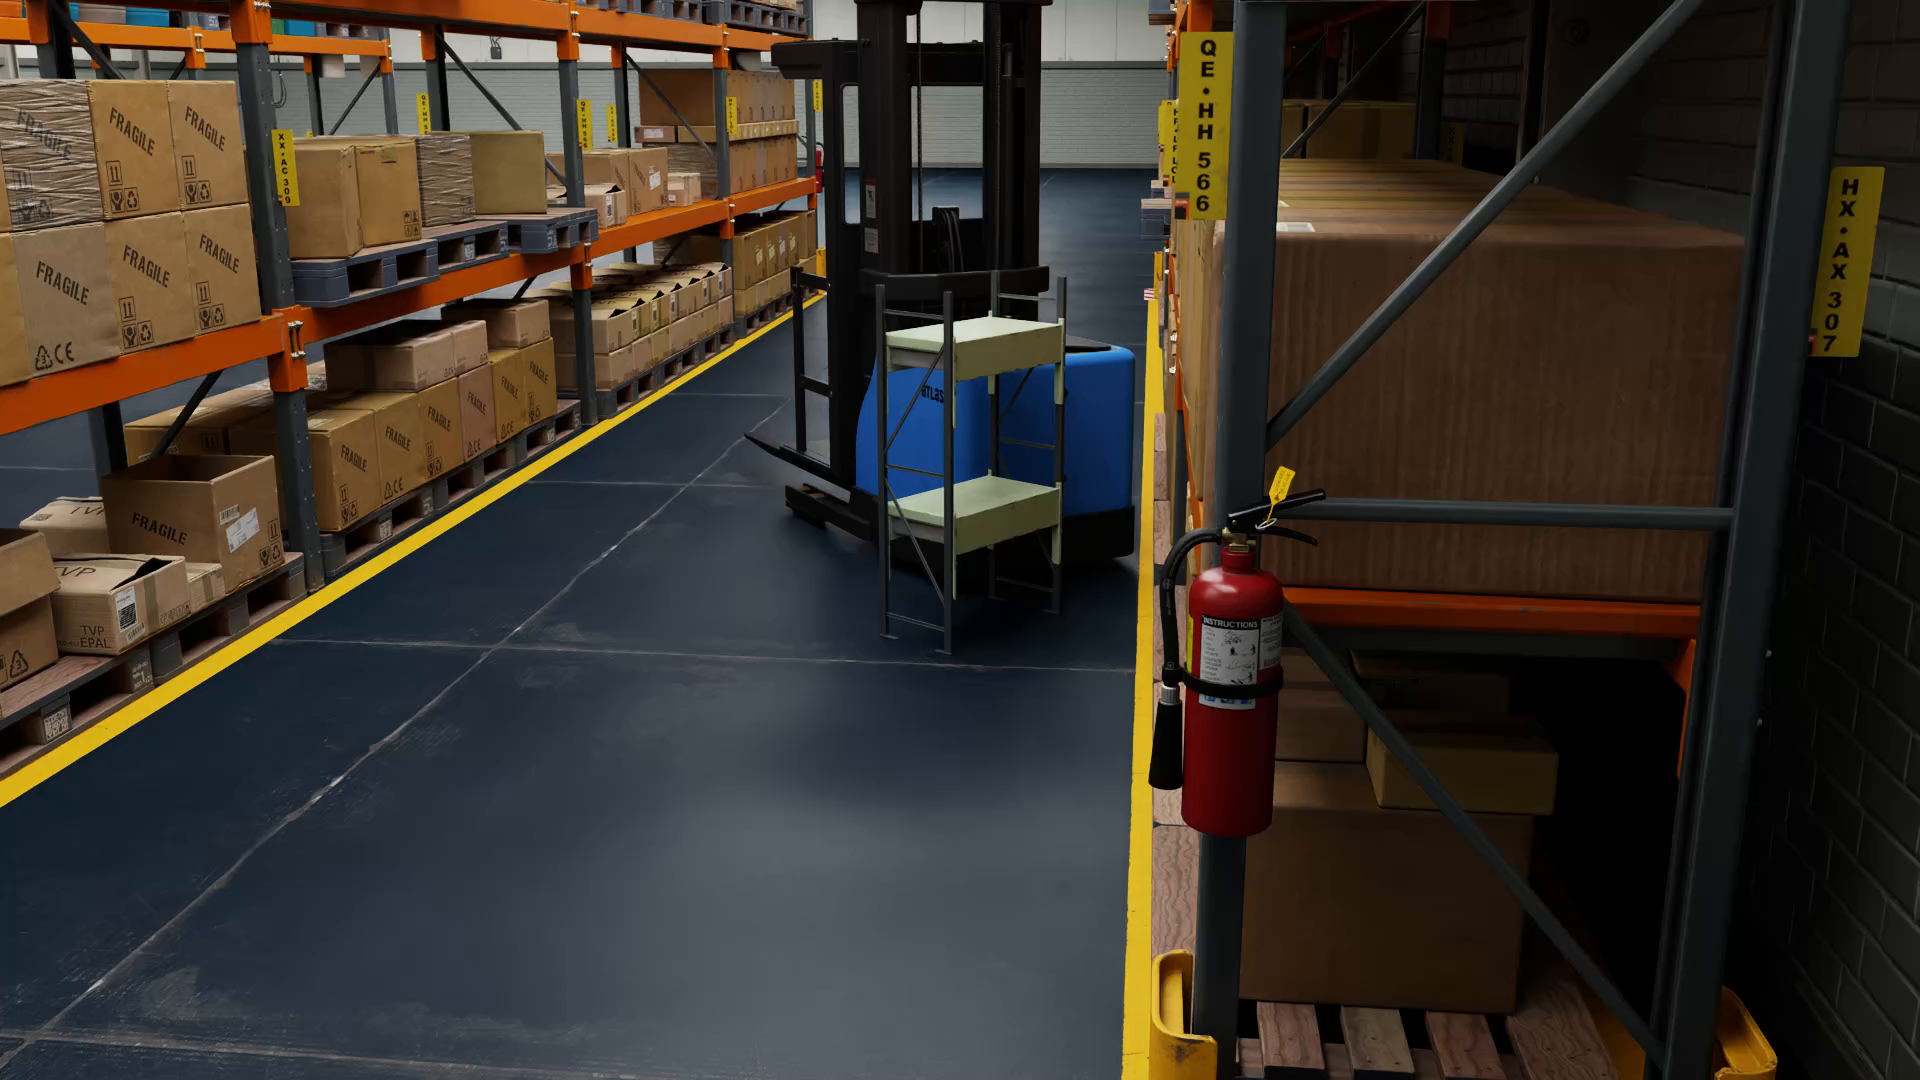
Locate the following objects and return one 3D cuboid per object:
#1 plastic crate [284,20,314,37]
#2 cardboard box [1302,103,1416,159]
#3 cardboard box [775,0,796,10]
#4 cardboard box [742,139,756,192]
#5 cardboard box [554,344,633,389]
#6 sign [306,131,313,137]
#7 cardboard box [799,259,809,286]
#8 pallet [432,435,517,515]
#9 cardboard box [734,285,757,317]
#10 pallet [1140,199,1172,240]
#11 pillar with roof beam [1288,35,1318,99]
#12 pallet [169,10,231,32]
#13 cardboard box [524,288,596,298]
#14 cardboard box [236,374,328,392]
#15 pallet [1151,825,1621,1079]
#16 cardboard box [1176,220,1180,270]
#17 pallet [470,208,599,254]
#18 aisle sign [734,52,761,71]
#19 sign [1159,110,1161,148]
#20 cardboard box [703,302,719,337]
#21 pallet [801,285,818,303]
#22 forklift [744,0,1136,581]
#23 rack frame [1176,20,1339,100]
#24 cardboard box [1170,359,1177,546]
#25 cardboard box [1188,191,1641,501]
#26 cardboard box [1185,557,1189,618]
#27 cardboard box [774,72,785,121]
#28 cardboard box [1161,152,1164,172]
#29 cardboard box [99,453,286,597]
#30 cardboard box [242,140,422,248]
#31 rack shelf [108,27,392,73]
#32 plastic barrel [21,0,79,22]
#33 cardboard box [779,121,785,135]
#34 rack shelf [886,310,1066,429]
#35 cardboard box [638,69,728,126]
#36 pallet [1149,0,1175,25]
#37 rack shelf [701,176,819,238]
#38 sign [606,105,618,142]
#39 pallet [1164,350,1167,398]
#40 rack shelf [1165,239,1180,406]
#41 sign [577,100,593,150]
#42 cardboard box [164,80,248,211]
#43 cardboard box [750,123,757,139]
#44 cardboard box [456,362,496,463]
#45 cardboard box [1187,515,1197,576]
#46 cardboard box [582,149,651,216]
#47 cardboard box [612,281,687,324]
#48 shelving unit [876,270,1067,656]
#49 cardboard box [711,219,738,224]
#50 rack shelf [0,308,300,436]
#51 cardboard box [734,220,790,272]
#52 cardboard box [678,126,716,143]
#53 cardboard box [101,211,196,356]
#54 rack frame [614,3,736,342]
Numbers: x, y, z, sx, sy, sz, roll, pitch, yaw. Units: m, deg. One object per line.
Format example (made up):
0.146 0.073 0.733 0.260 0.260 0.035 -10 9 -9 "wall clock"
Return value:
-6.979 -5.420 17.245 0.392 0.384 0.575 2 15 6 "plastic crate"
1.737 -1.755 7.168 0.500 0.250 0.500 2 15 8 "cardboard box"
-2.010 -5.676 17.375 0.500 0.250 0.500 2 15 6 "cardboard box"
-2.436 -3.730 16.518 0.700 0.500 0.500 2 15 7 "cardboard box"
-2.694 -1.264 12.055 0.500 0.250 0.500 2 15 6 "cardboard box"
-7.609 -4.635 19.525 0.100 0.325 0.005 2 15 6 "sign"
-1.953 -2.934 18.230 0.500 0.250 0.500 2 15 6 "cardboard box"
-3.307 -0.408 9.765 1.003 0.211 1.213 2 15 6 "pallet"
-2.240 -2.286 15.833 0.500 0.250 0.500 2 15 6 "cardboard box"
1.852 -2.212 11.464 1.213 0.211 1.003 2 15 6 "pallet"
-0.716 -7.008 17.338 9.100 9.000 0.400 2 15 6 "pillar with roof beam"
-7.530 -4.993 15.996 1.213 0.211 1.003 2 15 6 "pallet"
-3.118 -1.817 13.023 0.500 0.311 0.500 2 15 6 "cardboard box"
-3.604 -0.625 9.171 0.500 0.500 0.500 2 15 7 "cardboard box"
0.988 1.094 4.210 1.003 0.211 1.213 2 15 6 "pallet"
1.276 -1.541 7.814 0.500 0.500 0.500 2 15 7 "cardboard box"
-3.051 -1.991 10.648 1.213 0.211 1.003 2 15 6 "pallet"
-2.439 -5.618 18.711 0.394 0.787 0.004 2 15 6 "aisle sign"
1.789 -3.586 14.520 0.100 0.325 0.005 2 15 6 "sign"
-2.411 -1.927 14.507 0.500 0.250 0.500 1 15 5 "cardboard box"
-2.187 -2.791 18.580 1.003 0.211 1.213 2 15 6 "pallet"
-0.305 -1.557 8.806 1.130 2.935 3.031 -8 17 -28 "forklift"
1.878 -2.117 10.744 1.000 3.000 0.127 2 15 6 "rack frame"
1.371 -0.417 7.771 0.750 0.750 0.750 2 15 7 "cardboard box"
1.094 -0.508 4.221 0.980 0.700 0.700 2 15 6 "cardboard box"
1.240 0.115 6.473 0.700 0.500 0.500 2 15 7 "cardboard box"
-2.267 -4.740 17.769 0.700 0.500 0.500 1 15 5 "cardboard box"
2.075 -3.585 14.987 0.500 0.500 0.500 2 15 6 "cardboard box"
-3.278 -0.074 7.135 0.500 0.500 0.500 2 15 6 "cardboard box"
-3.206 -1.772 8.472 0.700 0.500 0.500 4 16 15 "cardboard box"
-7.289 -5.066 17.281 1.077 0.370 4.000 2 15 6 "rack shelf"
-7.504 -4.659 13.437 0.600 0.901 0.708 2 15 6 "plastic barrel"
-2.083 -4.394 17.731 0.380 0.149 0.250 2 15 7 "cardboard box"
0.055 -0.728 6.984 0.431 0.370 0.720 13 20 39 "rack shelf"
-2.549 -4.089 15.361 0.700 0.500 0.500 2 15 7 "cardboard box"
2.154 -4.355 13.633 1.213 0.211 1.003 2 15 6 "pallet"
-2.368 -3.471 17.129 1.077 0.370 4.000 2 15 6 "rack shelf"
-3.145 -3.771 15.053 0.100 0.325 0.005 2 15 6 "sign"
2.108 -1.289 13.025 1.003 0.211 1.213 2 15 6 "pallet"
1.652 -1.251 8.920 1.077 0.370 4.000 2 15 6 "rack shelf"
-2.504 -2.769 11.089 0.100 0.325 0.005 2 15 6 "sign"
-3.296 -1.617 6.787 0.500 0.500 0.500 2 15 7 "cardboard box"
-2.229 -4.059 16.492 0.380 0.149 0.250 1 15 5 "cardboard box"
-3.029 -0.748 9.626 0.500 0.500 0.500 1 15 4 "cardboard box"
0.962 0.021 5.579 0.380 0.149 0.250 1 15 5 "cardboard box"
-2.812 -2.882 13.383 0.500 0.500 0.500 2 15 6 "cardboard box"
-2.526 -1.937 13.468 0.500 0.311 0.500 2 15 6 "cardboard box"
0.055 -0.351 7.086 0.431 1.500 0.755 13 20 39 "shelving unit"
-2.595 -3.053 17.231 0.500 0.500 0.500 2 15 6 "cardboard box"
-3.722 -0.358 5.619 1.077 0.370 4.000 2 15 6 "rack shelf"
-2.063 -3.037 17.173 0.500 0.500 0.500 2 15 6 "cardboard box"
-2.370 -3.725 15.256 0.380 0.149 0.250 2 15 6 "cardboard box"
-3.354 -1.002 6.429 0.500 0.500 0.500 2 15 8 "cardboard box"
-2.593 -3.299 15.117 1.000 3.000 0.127 2 15 6 "rack frame"
